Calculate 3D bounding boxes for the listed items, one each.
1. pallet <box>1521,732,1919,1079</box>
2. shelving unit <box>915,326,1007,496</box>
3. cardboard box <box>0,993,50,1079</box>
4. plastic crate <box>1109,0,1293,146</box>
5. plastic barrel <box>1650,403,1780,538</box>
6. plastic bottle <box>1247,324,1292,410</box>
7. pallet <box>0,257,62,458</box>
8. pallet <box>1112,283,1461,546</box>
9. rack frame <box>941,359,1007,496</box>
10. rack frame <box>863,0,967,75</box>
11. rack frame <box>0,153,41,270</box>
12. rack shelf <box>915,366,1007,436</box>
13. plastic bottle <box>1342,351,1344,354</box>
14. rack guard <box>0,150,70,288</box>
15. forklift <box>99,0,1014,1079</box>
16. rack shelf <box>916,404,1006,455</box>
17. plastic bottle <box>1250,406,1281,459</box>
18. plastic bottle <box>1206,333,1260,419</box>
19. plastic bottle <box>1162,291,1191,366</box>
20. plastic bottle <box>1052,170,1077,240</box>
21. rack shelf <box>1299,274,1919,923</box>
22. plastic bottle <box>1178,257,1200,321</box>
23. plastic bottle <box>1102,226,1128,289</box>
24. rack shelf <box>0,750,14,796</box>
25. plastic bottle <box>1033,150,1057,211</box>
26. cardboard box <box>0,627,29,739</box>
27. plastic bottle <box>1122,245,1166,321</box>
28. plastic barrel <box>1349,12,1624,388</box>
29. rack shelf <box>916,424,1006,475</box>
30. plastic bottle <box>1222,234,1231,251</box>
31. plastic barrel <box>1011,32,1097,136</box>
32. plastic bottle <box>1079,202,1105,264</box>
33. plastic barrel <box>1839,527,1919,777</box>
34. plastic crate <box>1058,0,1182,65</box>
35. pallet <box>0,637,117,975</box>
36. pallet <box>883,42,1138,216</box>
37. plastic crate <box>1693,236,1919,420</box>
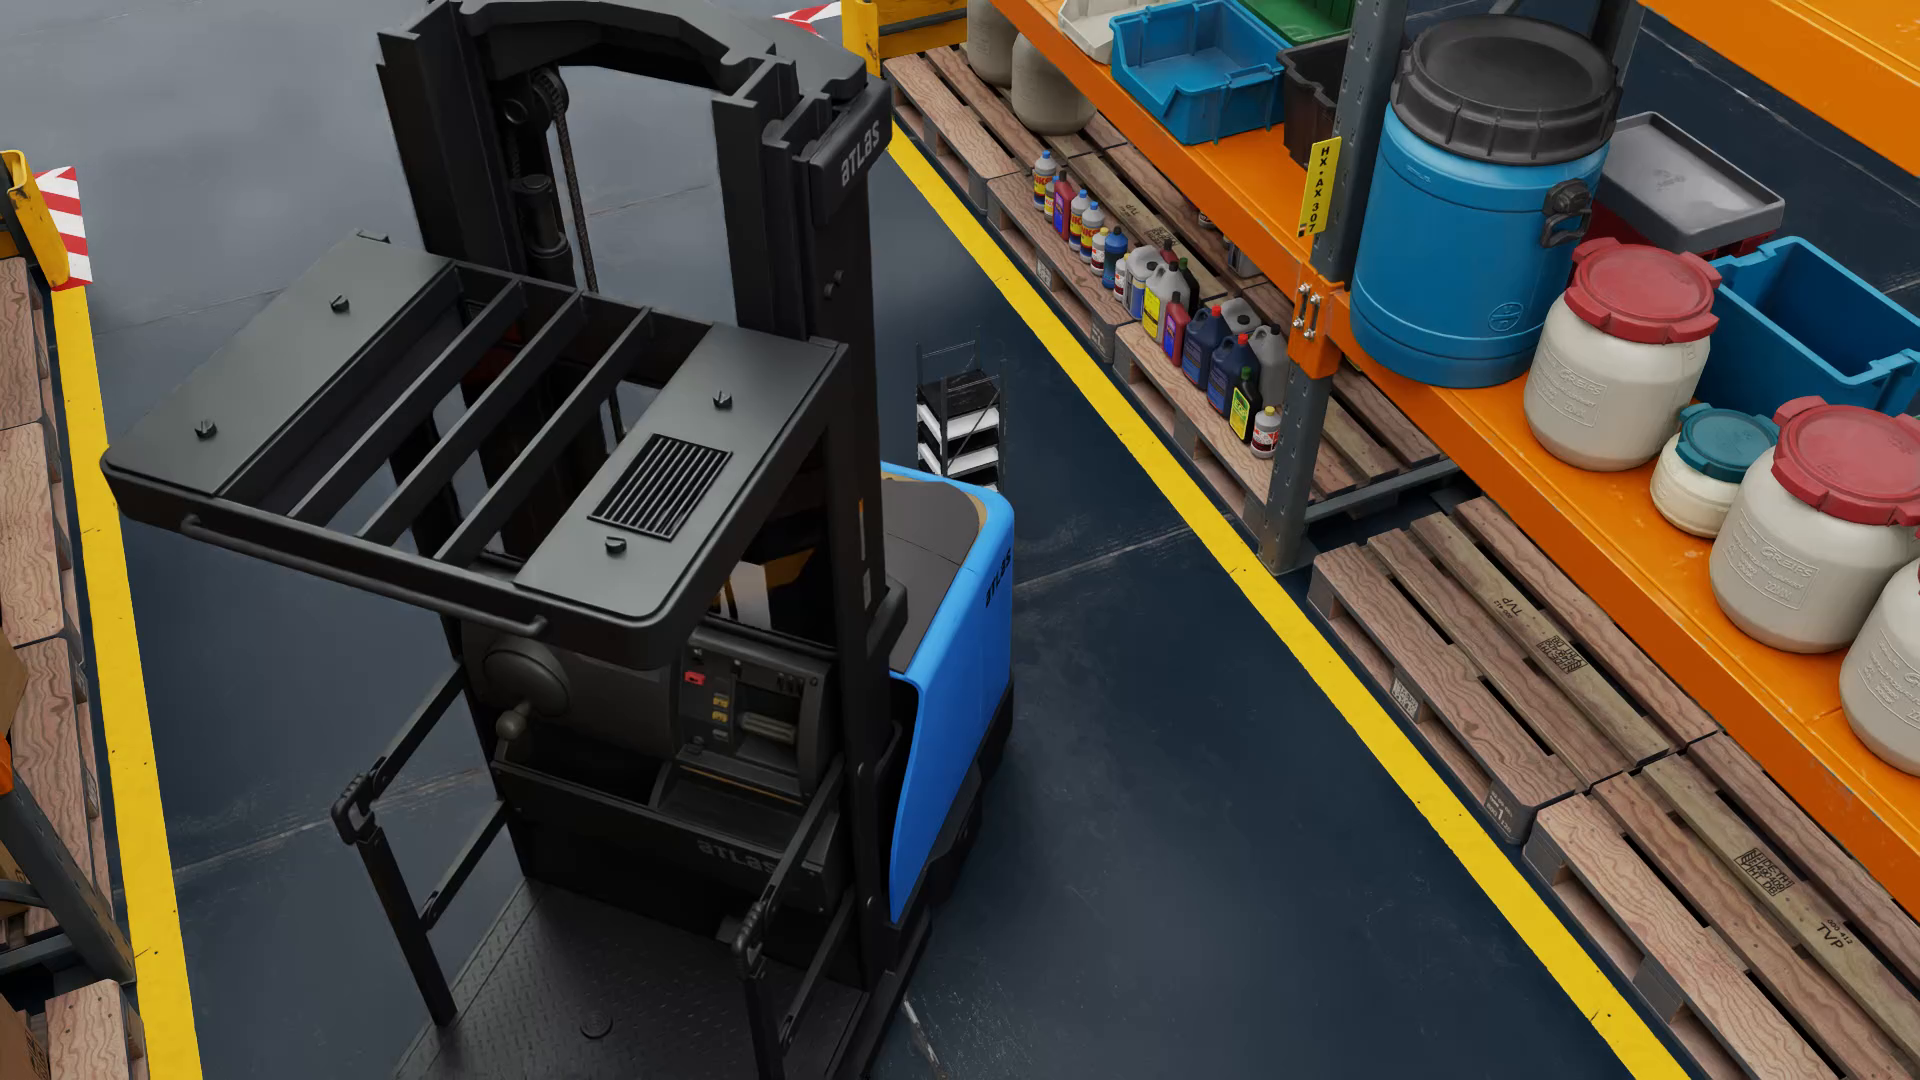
[{"bbox_3d":[2.462,1.149,4.936,1.003,0.211,1.213,-18,47,-17],"label":"pallet"},{"bbox_3d":[0.003,-0.315,5.929,0.258,0.900,0.210,-18,47,-17],"label":"shelving unit"},{"bbox_3d":[-2.675,1.482,4.079,0.700,0.500,0.500,-22,49,-20],"label":"cardboard box"},{"bbox_3d":[0.868,-1.684,5.927,0.499,0.251,0.616,-18,47,-17],"label":"plastic crate"},{"bbox_3d":[1.997,-0.174,4.389,0.301,0.262,0.301,0,45,0],"label":"plastic barrel"},{"bbox_3d":[1.178,-0.693,6.390,0.144,0.351,0.185,-18,47,-17],"label":"plastic bottle"},{"bbox_3d":[-4.254,-0.629,6.737,1.003,0.211,1.213,-18,47,-17],"label":"pallet"},{"bbox_3d":[1.335,-0.559,6.667,1.003,0.211,1.213,-18,47,-17],"label":"pallet"},{"bbox_3d":[0.046,-0.250,5.863,0.240,0.900,0.006,-18,47,-17],"label":"rack frame"},{"bbox_3d":[-0.102,-3.661,7.824,1.000,3.000,0.127,-18,47,-17],"label":"rack frame"},{"bbox_3d":[-4.596,-2.198,6.342,1.000,3.000,0.127,-18,47,-17],"label":"rack frame"},{"bbox_3d":[0.003,-0.484,5.762,0.258,0.077,0.200,-18,47,-17],"label":"rack shelf"},{"bbox_3d":[1.486,-0.920,6.619,0.144,0.351,0.185,-18,47,-17],"label":"plastic bottle"},{"bbox_3d":[-4.564,-1.260,7.171,1.175,0.500,0.348,-18,47,-17],"label":"rack guard"},{"bbox_3d":[-0.818,0.437,3.720,1.130,2.935,3.031,15,46,14],"label":"forklift"},{"bbox_3d":[0.003,-0.420,5.826,0.258,0.077,0.200,-18,47,-17],"label":"rack shelf"},{"bbox_3d":[1.145,-0.411,6.210,0.097,0.201,0.097,0,45,0],"label":"plastic bottle"},{"bbox_3d":[1.048,-0.651,6.346,0.144,0.351,0.185,-19,48,-18],"label":"plastic bottle"},{"bbox_3d":[0.861,-0.840,6.587,0.061,0.283,0.133,-15,47,-15],"label":"plastic bottle"},{"bbox_3d":[0.456,-1.453,7.208,0.061,0.283,0.133,-17,47,-17],"label":"plastic bottle"},{"bbox_3d":[2.421,0.419,4.202,1.077,0.370,4.000,-18,47,-17],"label":"rack shelf"},{"bbox_3d":[0.913,-1.001,6.750,0.061,0.283,0.133,-18,47,-17],"label":"plastic bottle"},{"bbox_3d":[0.649,-1.187,6.947,0.097,0.271,0.097,0,45,0],"label":"plastic bottle"},{"bbox_3d":[-2.073,1.882,2.719,1.077,0.370,4.000,-18,47,-17],"label":"rack shelf"},{"bbox_3d":[0.378,-1.599,7.364,0.097,0.271,0.097,0,45,0],"label":"plastic bottle"},{"bbox_3d":[-3.293,0.462,5.127,0.500,0.500,0.500,-5,45,-5],"label":"cardboard box"},{"bbox_3d":[0.766,-1.057,6.811,0.152,0.276,0.135,-17,47,-17],"label":"plastic bottle"},{"bbox_3d":[1.468,-0.954,4.725,0.600,0.901,0.708,-18,47,-17],"label":"plastic barrel"},{"bbox_3d":[0.003,-0.355,5.889,0.258,0.077,0.200,-18,47,-17],"label":"rack shelf"},{"bbox_3d":[1.190,-1.355,7.167,0.097,0.201,0.097,0,45,0],"label":"plastic bottle"},{"bbox_3d":[0.455,-2.208,7.825,0.421,0.512,0.421,0,45,0],"label":"plastic barrel"},{"bbox_3d":[0.564,-1.316,7.078,0.097,0.271,0.097,0,45,0],"label":"plastic bottle"},{"bbox_3d":[2.274,0.258,3.756,0.433,0.535,0.433,0,45,0],"label":"plastic barrel"},{"bbox_3d":[0.667,-1.978,6.306,0.530,0.136,0.437,-18,47,-17],"label":"plastic crate"},{"bbox_3d":[-3.228,0.926,5.161,1.003,0.211,1.213,-18,47,-17],"label":"pallet"},{"bbox_3d":[0.309,-2.114,8.242,1.003,0.211,1.213,-18,47,-17],"label":"pallet"},{"bbox_3d":[2.326,-0.495,4.627,0.392,0.384,0.575,-18,47,-17],"label":"plastic crate"}]
